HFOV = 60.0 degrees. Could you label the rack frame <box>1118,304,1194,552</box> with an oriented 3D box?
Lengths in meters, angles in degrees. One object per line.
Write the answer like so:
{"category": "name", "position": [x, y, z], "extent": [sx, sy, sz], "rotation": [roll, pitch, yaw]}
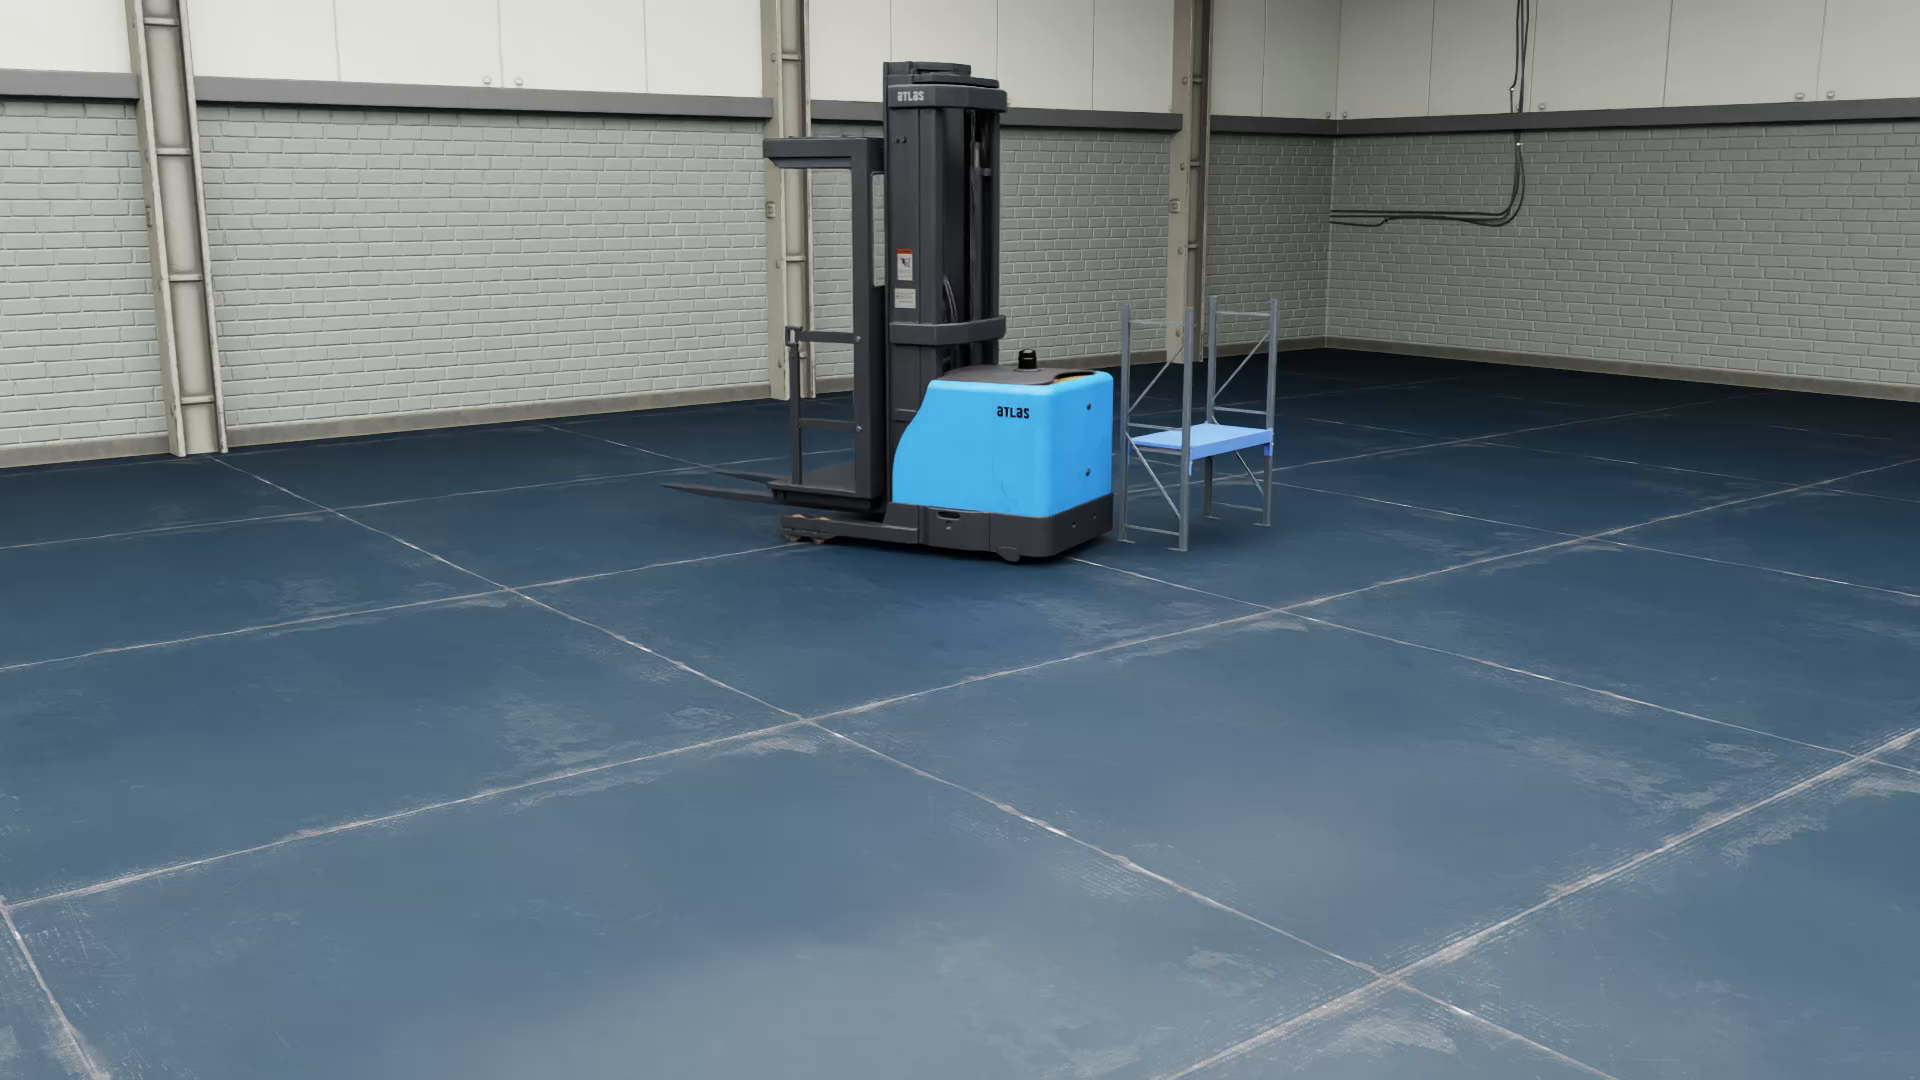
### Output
{"category": "rack frame", "position": [1.206, -0.694, 10.286], "extent": [0.500, 1.500, 0.032], "rotation": [10, 16, 39]}

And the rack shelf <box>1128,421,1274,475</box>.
{"category": "rack shelf", "position": [1.533, -0.599, 10.704], "extent": [0.538, 0.185, 1.000], "rotation": [10, 16, 39]}

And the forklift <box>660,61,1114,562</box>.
{"category": "forklift", "position": [-0.563, -1.501, 10.643], "extent": [3.031, 2.935, 1.130], "rotation": [7, 14, 28]}

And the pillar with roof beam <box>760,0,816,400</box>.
{"category": "pillar with roof beam", "position": [0.898, -5.230, 13.595], "extent": [0.400, 9.000, 9.100], "rotation": [-9, 15, -38]}

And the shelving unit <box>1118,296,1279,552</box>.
{"category": "shelving unit", "position": [1.533, -0.775, 10.666], "extent": [0.538, 1.500, 1.048], "rotation": [10, 16, 39]}

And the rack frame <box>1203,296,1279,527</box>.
{"category": "rack frame", "position": [1.861, -0.855, 11.047], "extent": [0.500, 1.500, 0.032], "rotation": [10, 16, 39]}

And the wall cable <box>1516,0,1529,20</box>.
{"category": "wall cable", "position": [7.710, -7.388, 19.072], "extent": [0.112, 2.526, 3.097], "rotation": [-9, 15, -38]}

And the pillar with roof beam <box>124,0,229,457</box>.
{"category": "pillar with roof beam", "position": [-3.787, -4.452, 9.929], "extent": [0.400, 9.000, 9.100], "rotation": [-9, 15, -38]}

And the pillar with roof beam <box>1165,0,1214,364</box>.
{"category": "pillar with roof beam", "position": [5.583, -6.009, 17.262], "extent": [0.400, 9.000, 9.100], "rotation": [-9, 15, -38]}

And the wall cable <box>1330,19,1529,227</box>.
{"category": "wall cable", "position": [6.020, -5.356, 21.663], "extent": [0.112, 2.526, 3.097], "rotation": [-9, 15, -38]}
